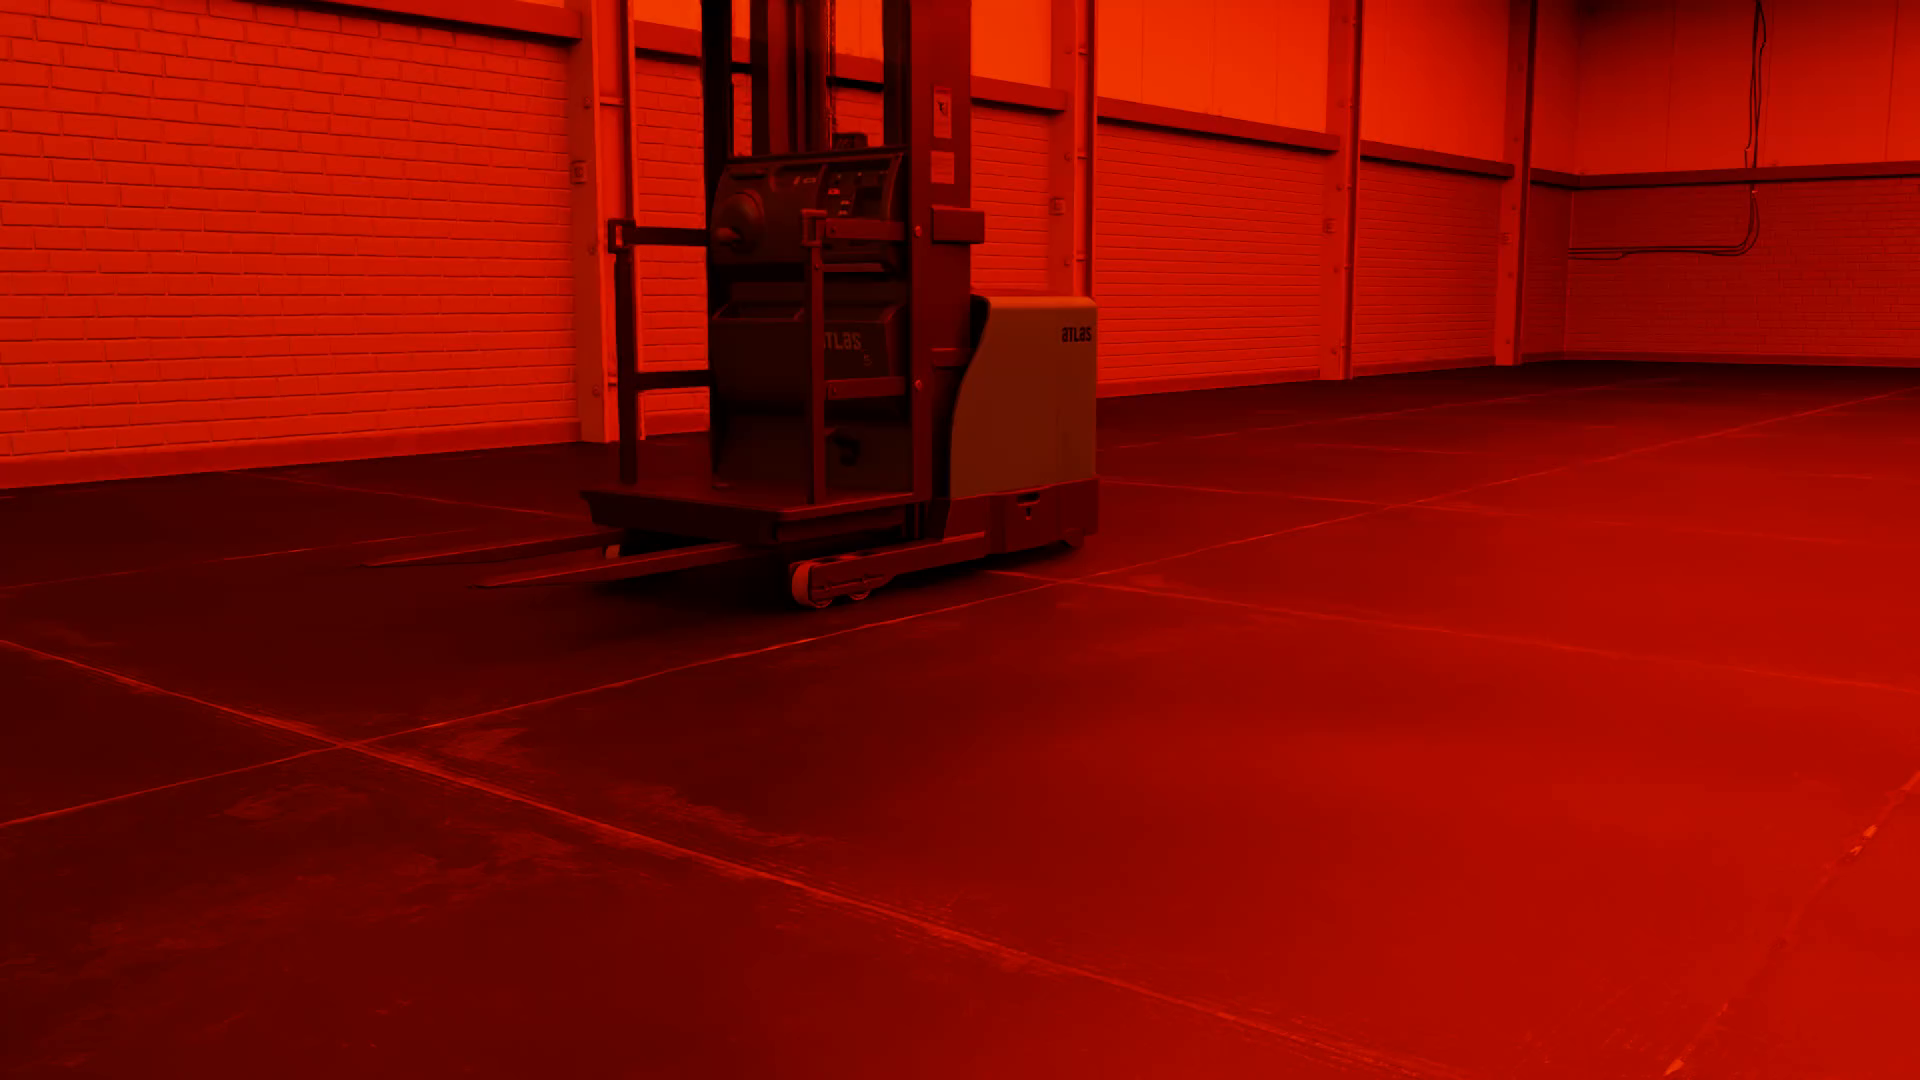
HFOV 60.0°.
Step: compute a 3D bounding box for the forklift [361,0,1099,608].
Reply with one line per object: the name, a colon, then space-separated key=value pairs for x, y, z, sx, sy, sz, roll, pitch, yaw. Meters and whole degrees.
forklift: x=-0.719 y=-1.293 z=6.117 sx=1.130 sy=2.935 sz=3.031 roll=7 pitch=11 yaw=38
